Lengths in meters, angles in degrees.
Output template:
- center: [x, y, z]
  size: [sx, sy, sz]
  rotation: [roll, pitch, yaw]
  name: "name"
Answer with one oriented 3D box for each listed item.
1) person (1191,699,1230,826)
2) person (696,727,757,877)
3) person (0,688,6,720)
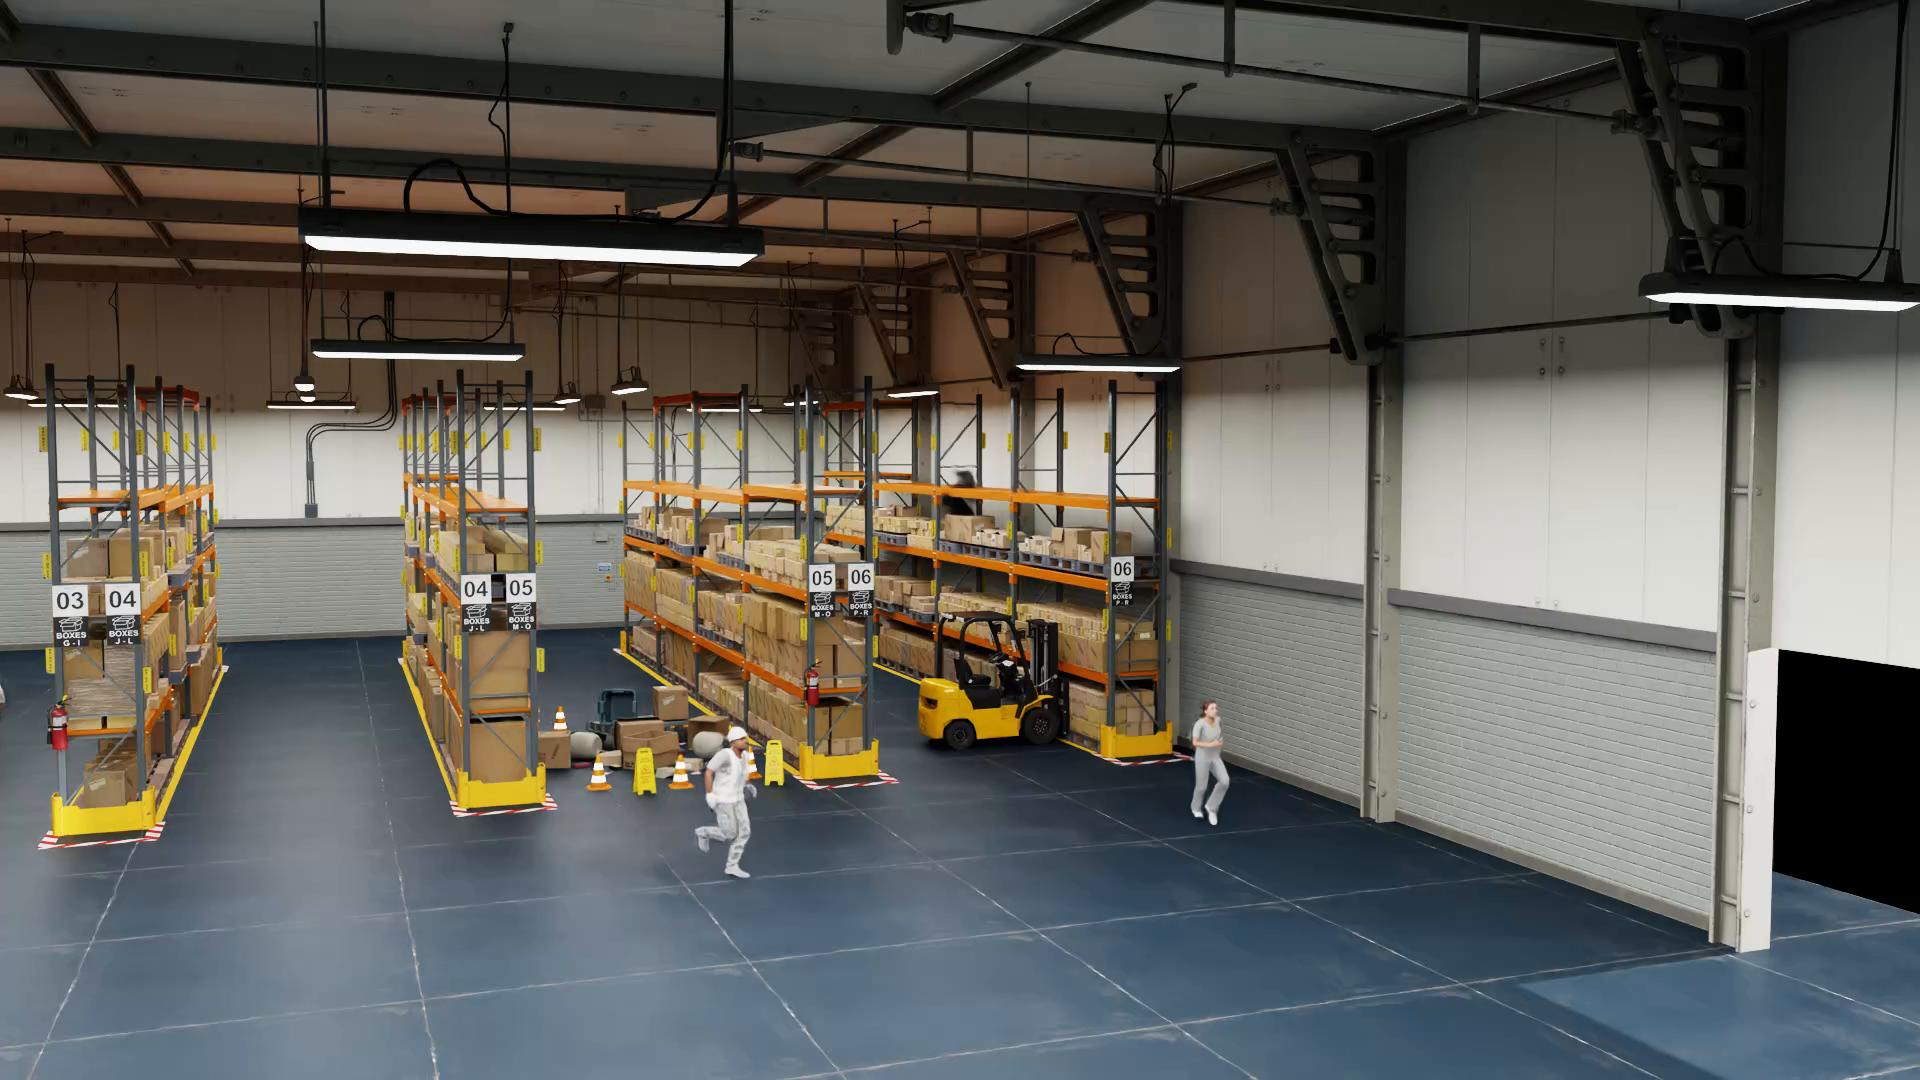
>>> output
- center: [3.253, 2.892, 21.778]
  size: [0.590, 1.652, 0.795]
  rotation: [-2, 4, -24]
  name: "person"
- center: [-2.738, 3.026, 19.334]
  size: [0.730, 1.742, 0.714]
  rotation: [2, 4, 29]
  name: "person"
- center: [-14.637, 2.726, 24.907]
  size: [0.616, 1.645, 0.654]
  rotation: [-2, 4, -25]
  name: "person"
